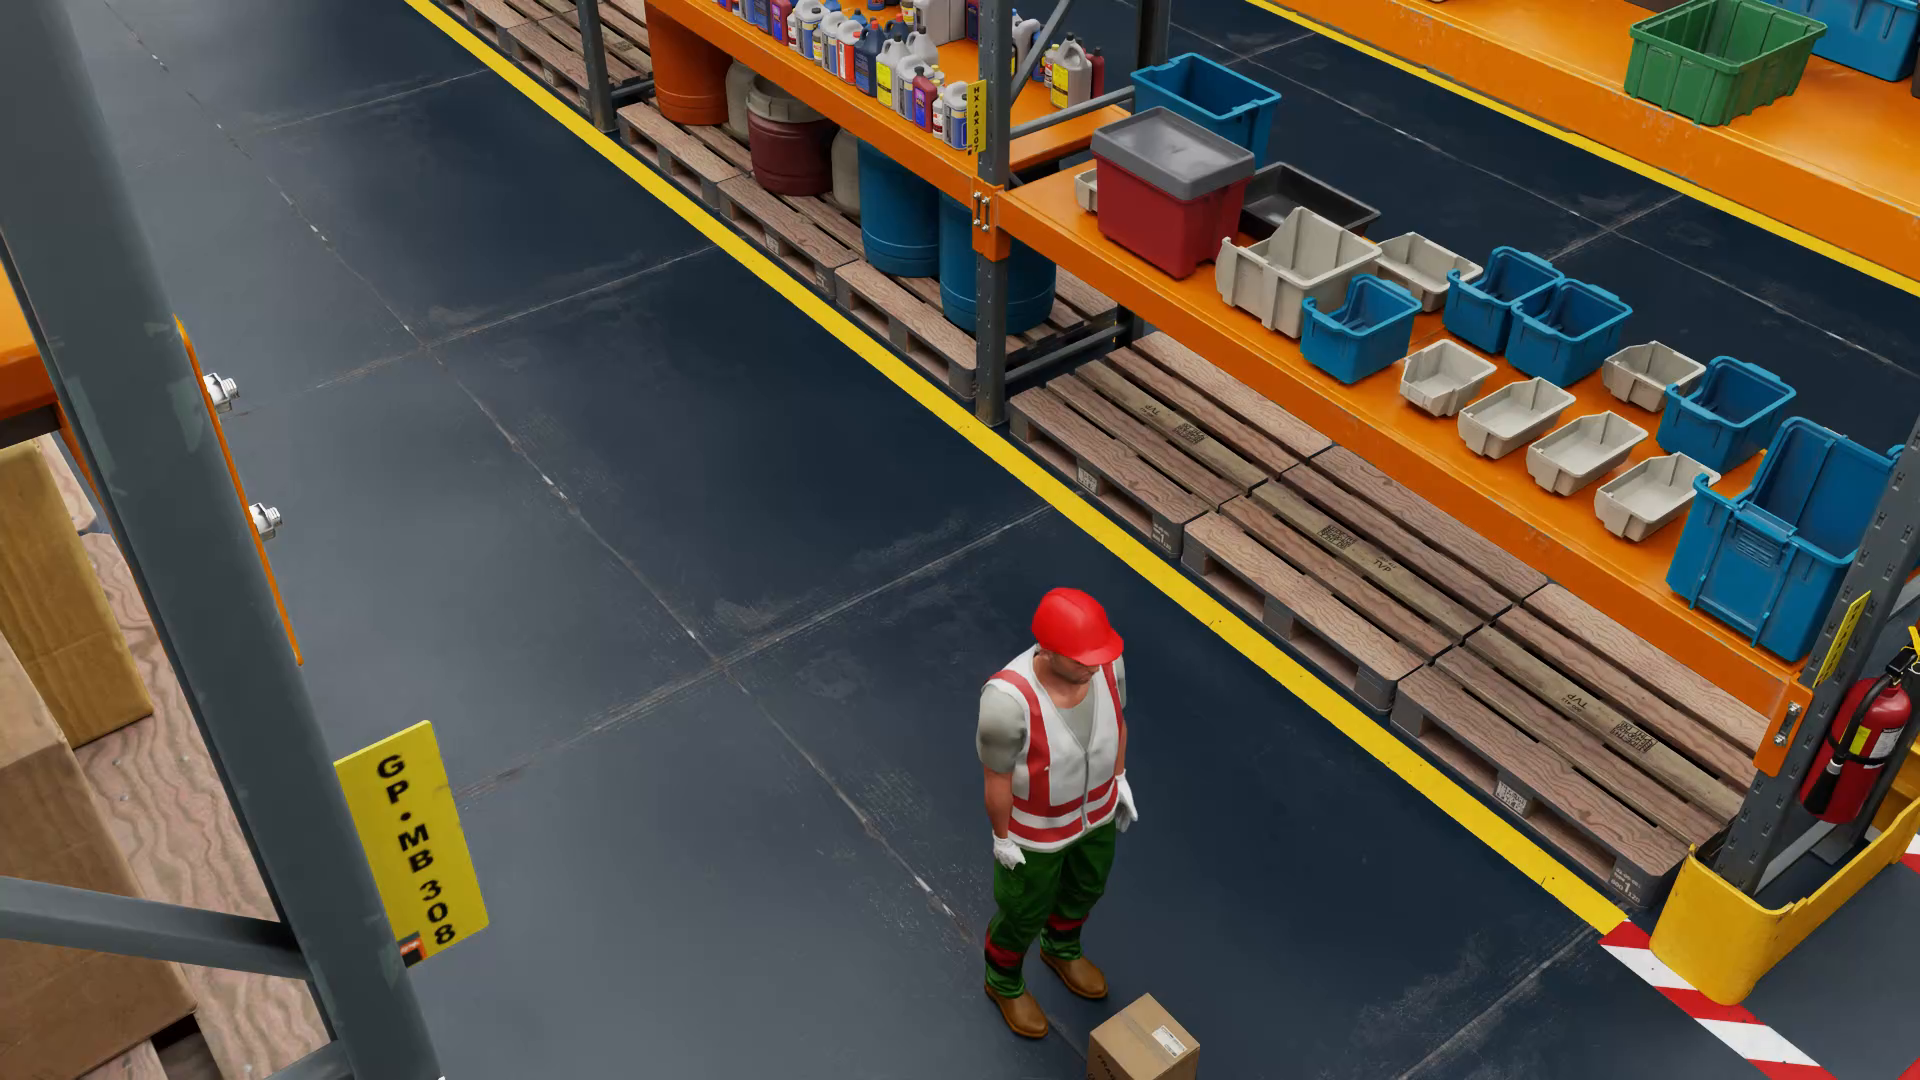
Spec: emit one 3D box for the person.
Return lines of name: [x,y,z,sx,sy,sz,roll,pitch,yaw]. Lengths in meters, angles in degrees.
person: [0.303,0.838,5.143,0.526,1.781,0.343,-25,46,-27]
